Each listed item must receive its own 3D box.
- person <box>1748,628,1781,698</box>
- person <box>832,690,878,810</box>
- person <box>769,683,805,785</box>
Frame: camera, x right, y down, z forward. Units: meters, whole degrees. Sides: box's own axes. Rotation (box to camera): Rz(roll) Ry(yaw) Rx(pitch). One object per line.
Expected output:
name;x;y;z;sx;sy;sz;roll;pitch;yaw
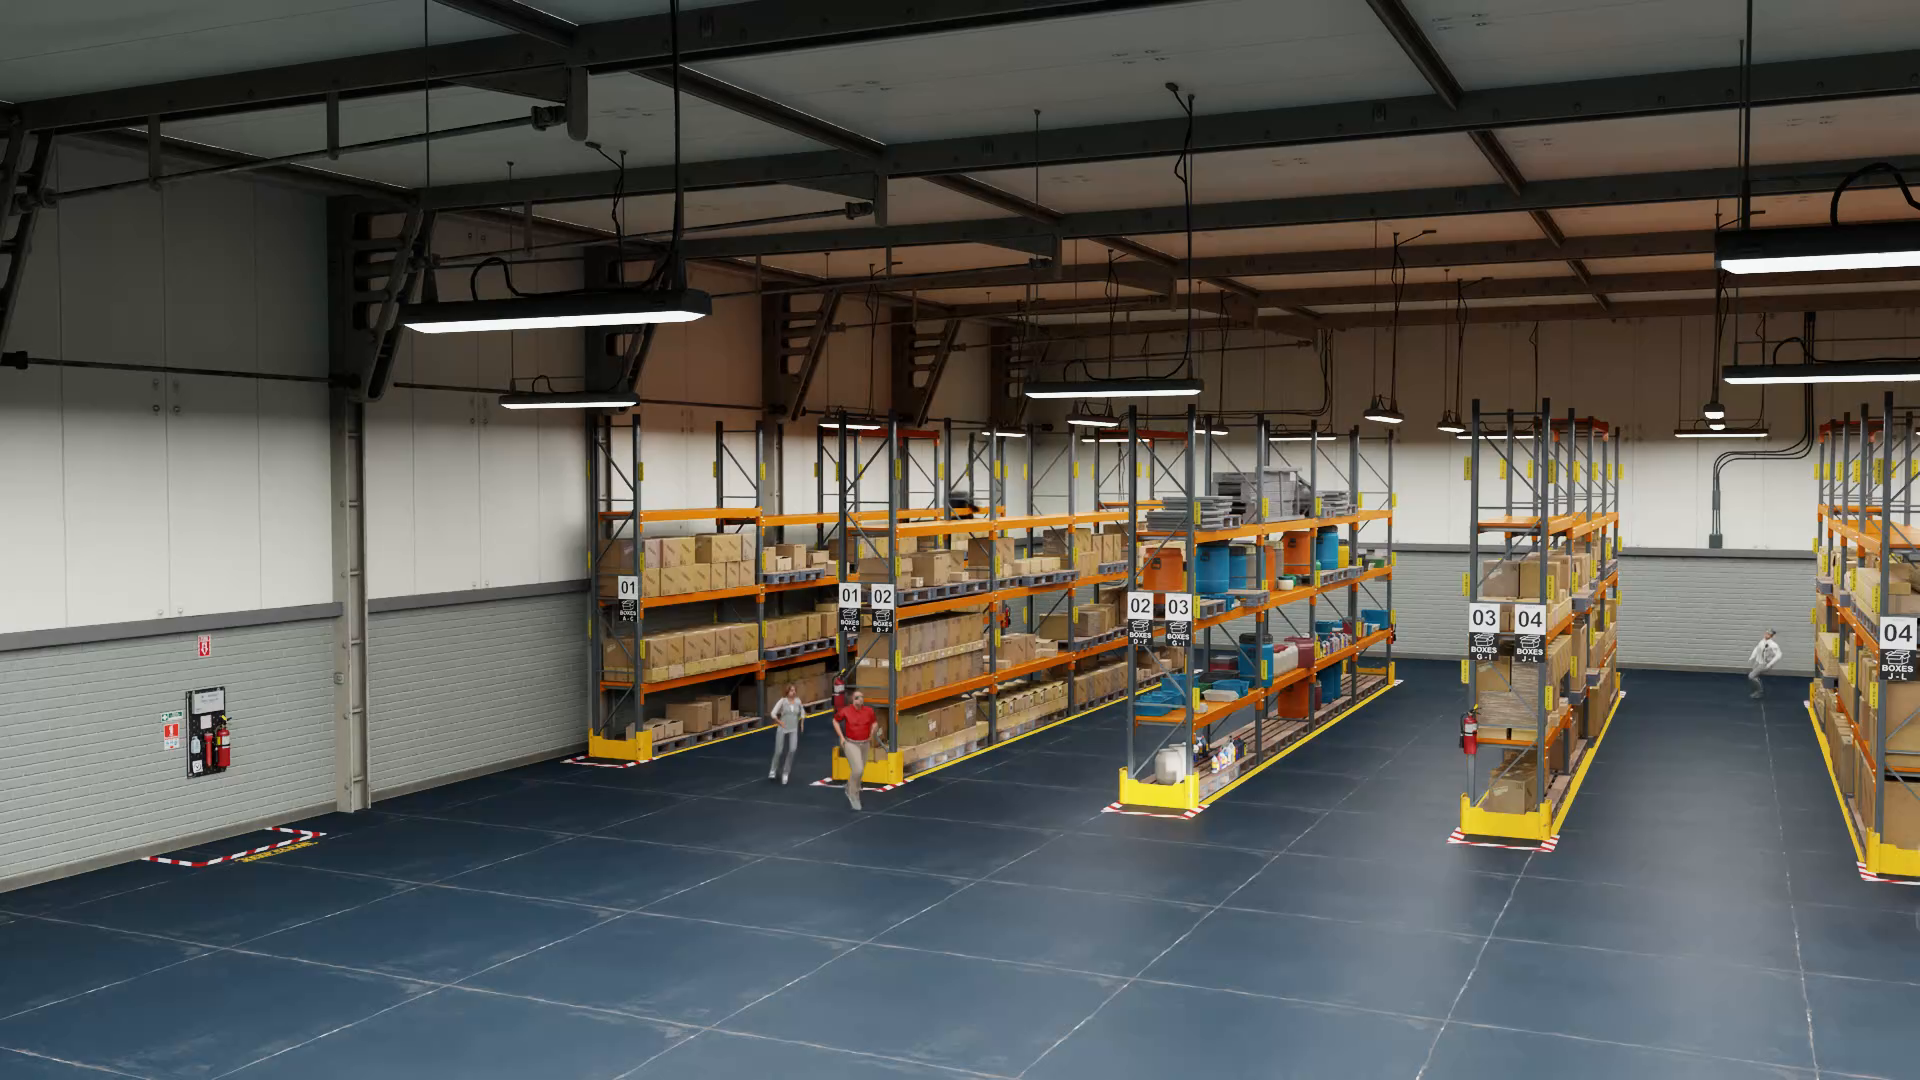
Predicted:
person;17.619;2.708;36.563;0.595;1.600;0.711;0;2;5
person;-1.538;3.134;24.873;0.643;1.803;0.796;-1;3;-32
person;-2.772;3.121;26.849;0.597;1.587;0.634;-1;2;-17
